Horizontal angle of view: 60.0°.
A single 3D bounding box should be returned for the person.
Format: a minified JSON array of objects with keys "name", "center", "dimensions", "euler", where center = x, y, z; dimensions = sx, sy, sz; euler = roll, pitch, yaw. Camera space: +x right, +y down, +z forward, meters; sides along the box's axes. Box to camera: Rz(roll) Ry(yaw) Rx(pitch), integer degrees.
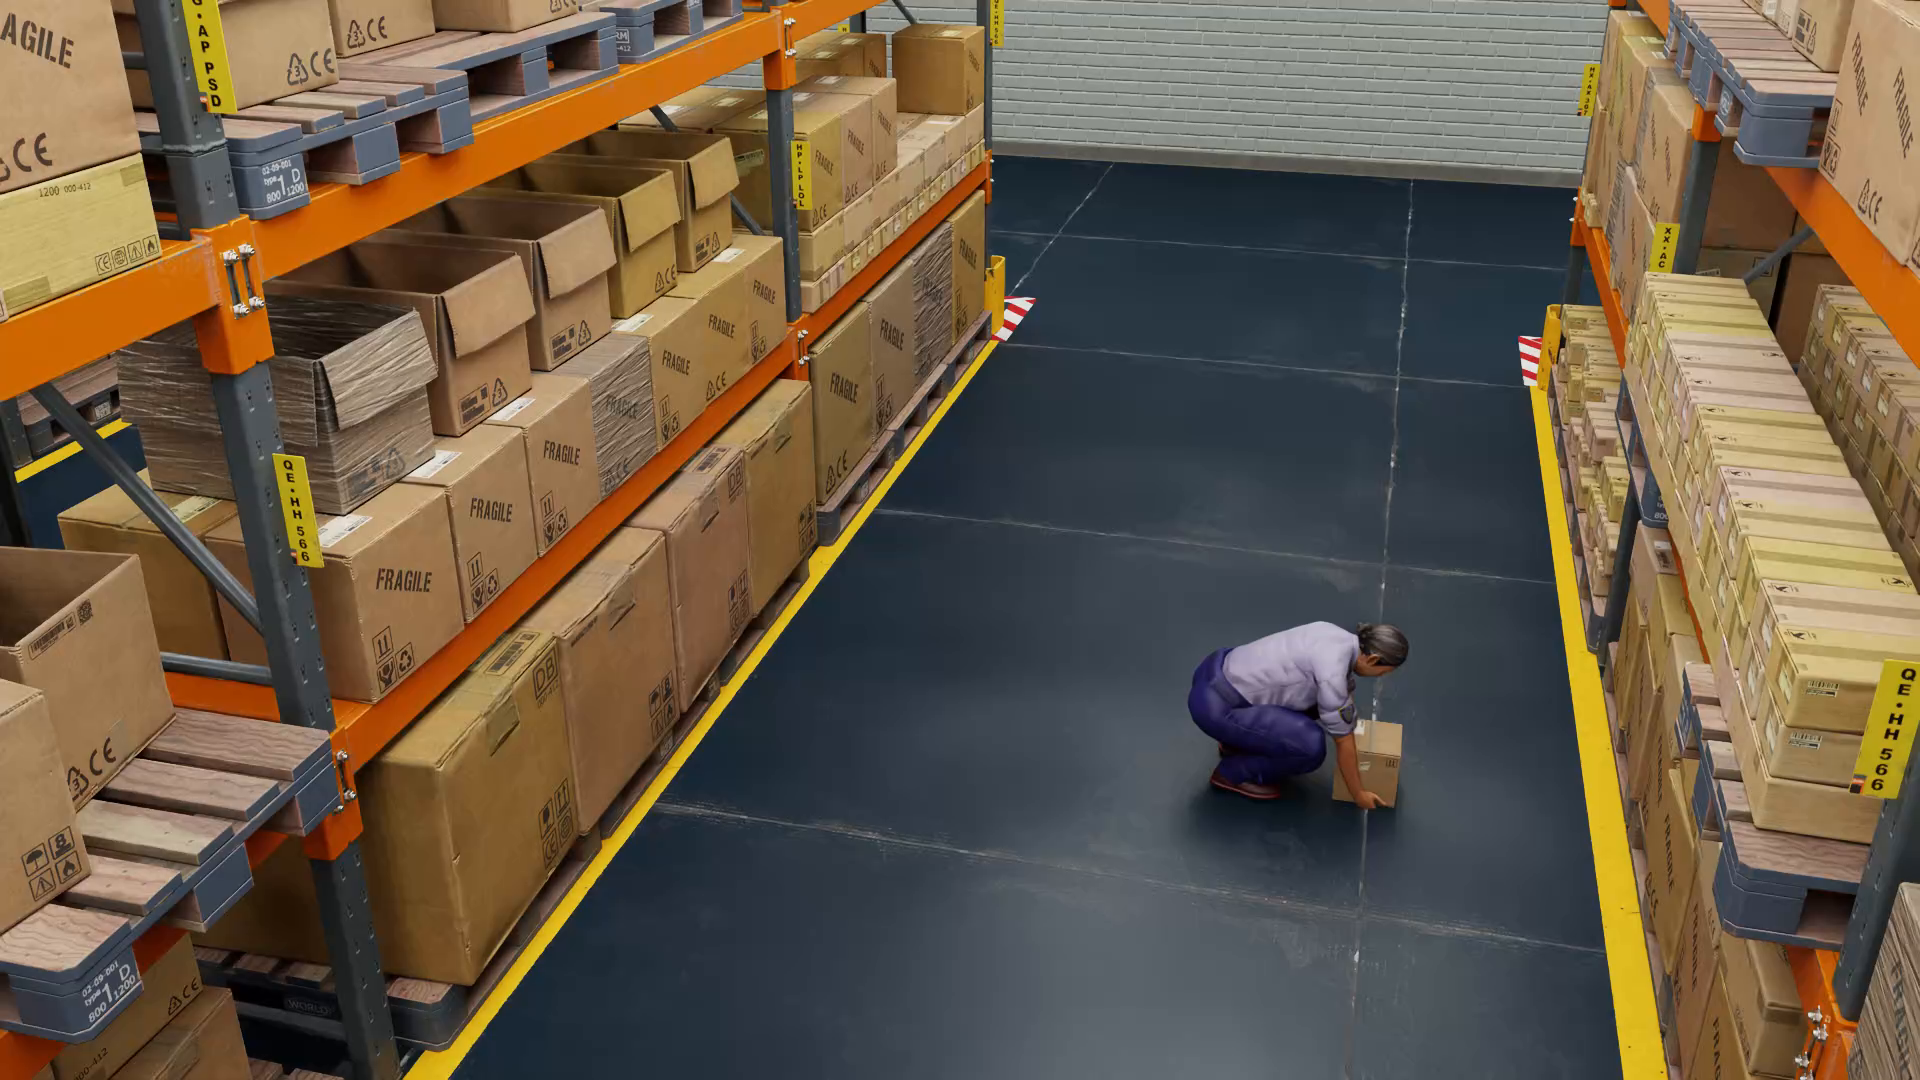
[{"name":"person","center":[1.367,0.690,6.819],"dimensions":[0.849,0.816,0.526],"euler":[6,26,13]}]
